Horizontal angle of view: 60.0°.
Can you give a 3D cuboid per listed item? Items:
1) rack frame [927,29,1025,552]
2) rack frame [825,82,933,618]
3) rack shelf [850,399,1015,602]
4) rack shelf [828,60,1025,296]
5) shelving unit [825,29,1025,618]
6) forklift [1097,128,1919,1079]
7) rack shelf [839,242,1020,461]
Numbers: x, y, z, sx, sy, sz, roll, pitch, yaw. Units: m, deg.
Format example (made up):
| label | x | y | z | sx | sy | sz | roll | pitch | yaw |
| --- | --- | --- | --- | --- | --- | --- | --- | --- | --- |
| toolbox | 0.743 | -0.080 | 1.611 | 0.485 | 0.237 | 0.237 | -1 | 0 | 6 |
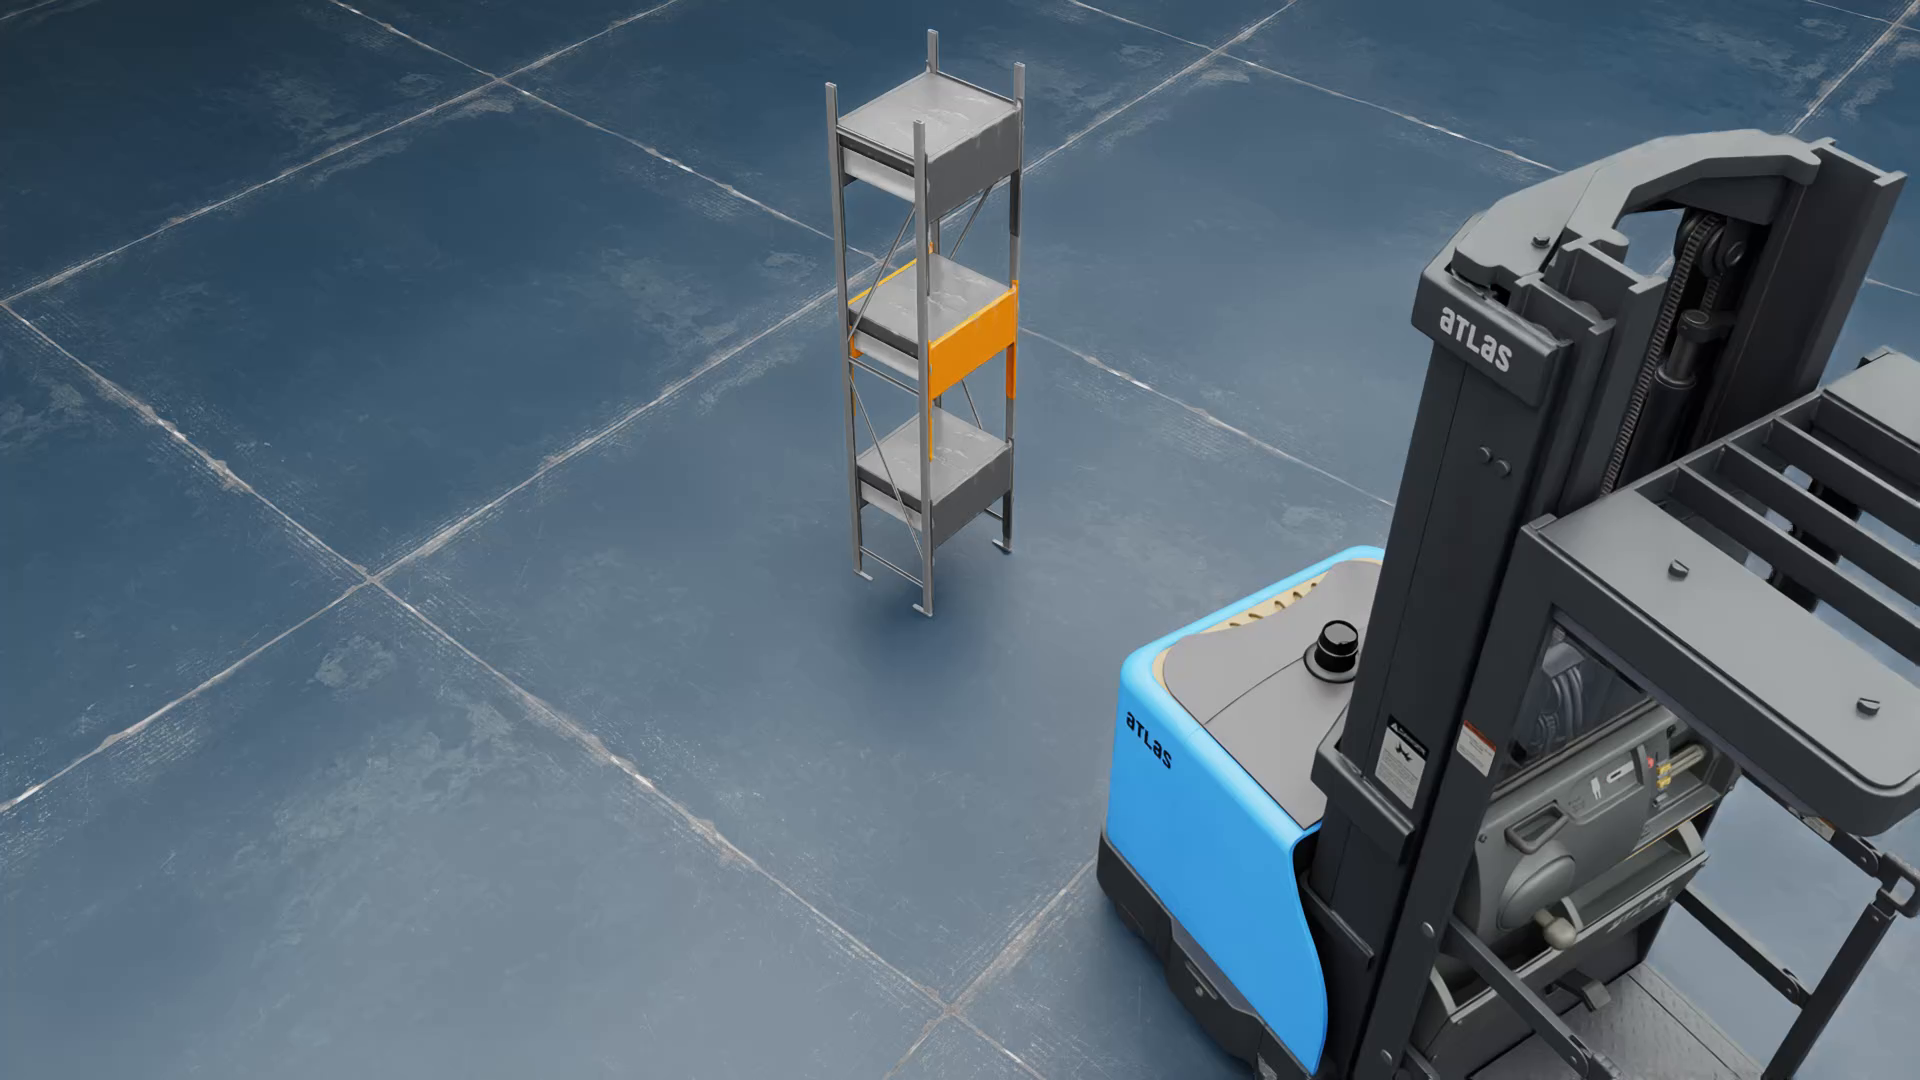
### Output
| label | x | y | z | sx | sy | sz | roll | pitch | yaw |
| --- | --- | --- | --- | --- | --- | --- | --- | --- | --- |
| rack frame | 0.050 | -0.817 | 6.088 | 0.400 | 2.100 | 0.015 | 29 | 50 | 28 |
| rack frame | -0.264 | -0.566 | 5.812 | 0.400 | 2.100 | 0.015 | 29 | 50 | 28 |
| rack shelf | -0.107 | -0.164 | 6.430 | 0.431 | 0.518 | 0.480 | 29 | 50 | 28 |
| rack shelf | -0.107 | -1.199 | 5.488 | 0.431 | 0.518 | 0.480 | 29 | 50 | 28 |
| shelving unit | -0.107 | -0.692 | 5.950 | 0.431 | 2.100 | 0.503 | 29 | 50 | 28 |
| forklift | 1.658 | 0.715 | 3.785 | 1.130 | 2.935 | 3.031 | -23 | 47 | -23 |
| rack shelf | -0.107 | -0.682 | 5.959 | 0.431 | 0.518 | 0.480 | 29 | 50 | 28 |
